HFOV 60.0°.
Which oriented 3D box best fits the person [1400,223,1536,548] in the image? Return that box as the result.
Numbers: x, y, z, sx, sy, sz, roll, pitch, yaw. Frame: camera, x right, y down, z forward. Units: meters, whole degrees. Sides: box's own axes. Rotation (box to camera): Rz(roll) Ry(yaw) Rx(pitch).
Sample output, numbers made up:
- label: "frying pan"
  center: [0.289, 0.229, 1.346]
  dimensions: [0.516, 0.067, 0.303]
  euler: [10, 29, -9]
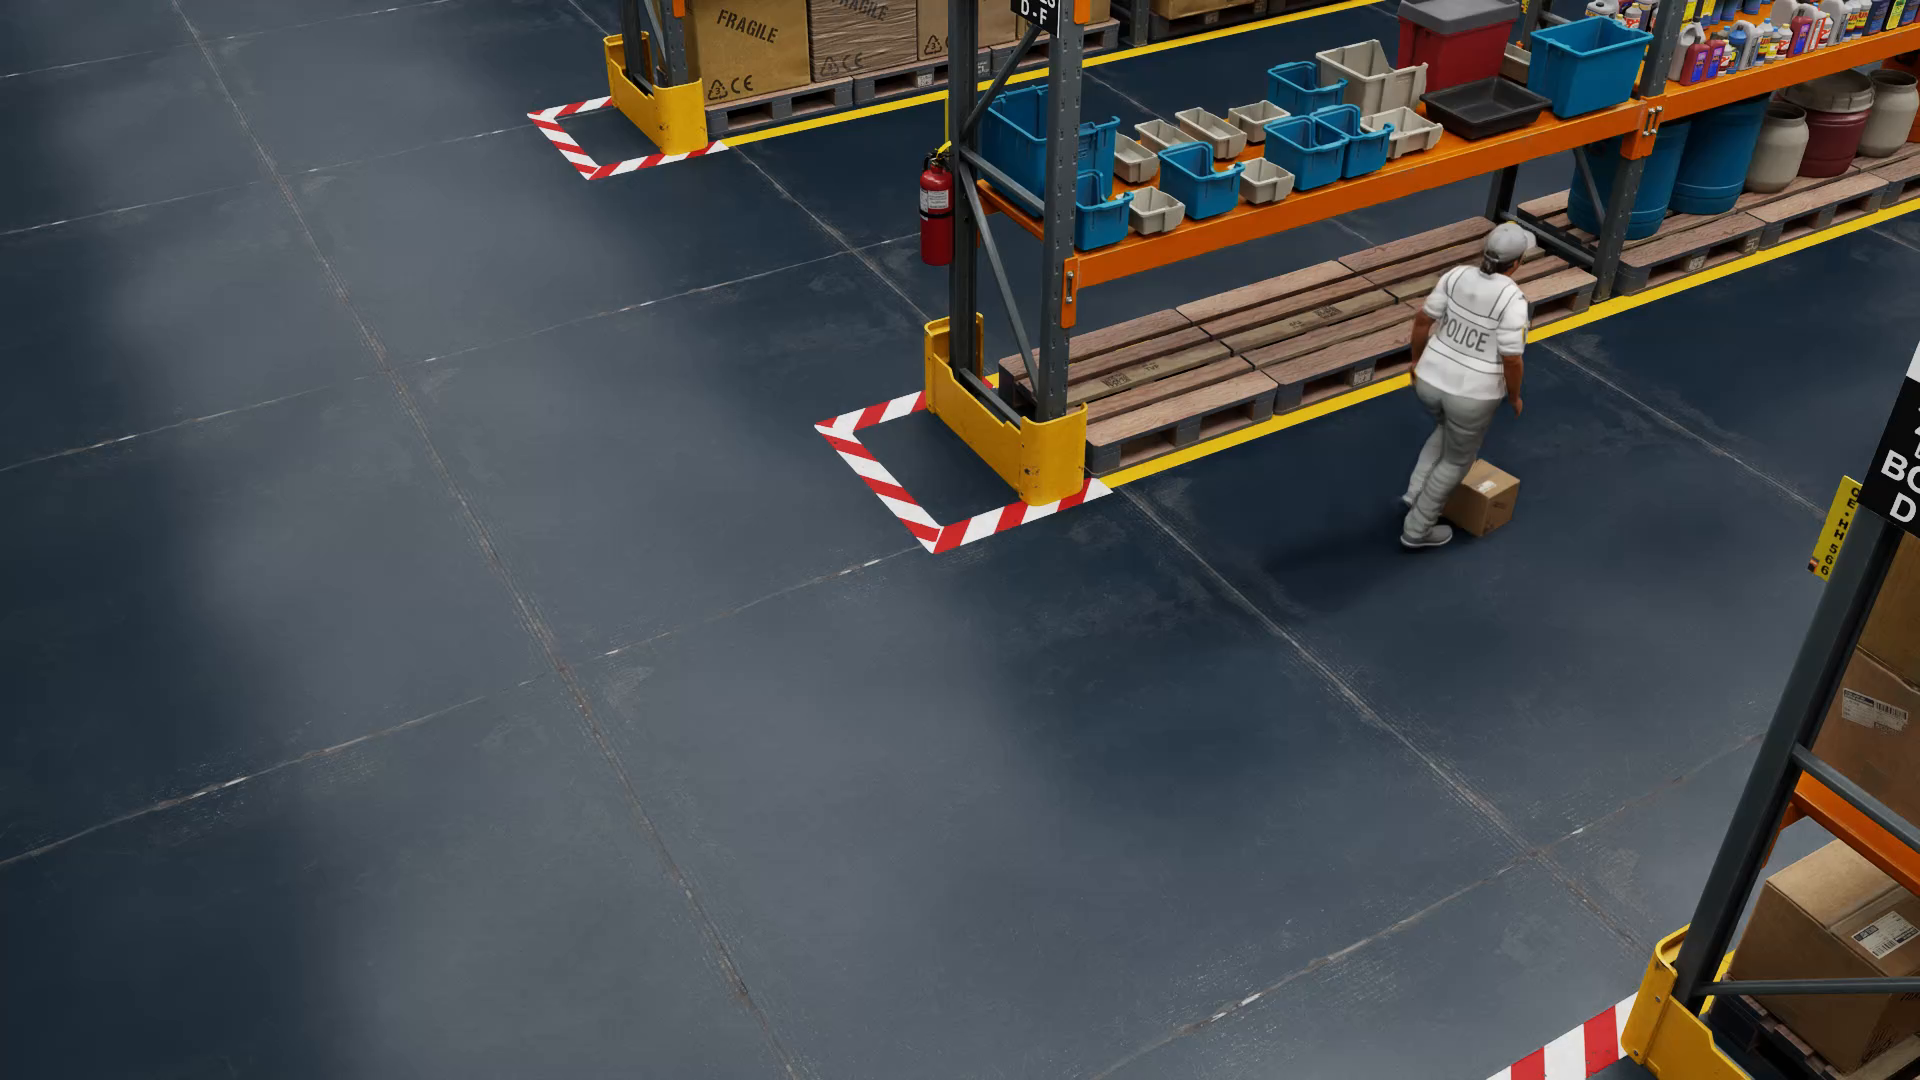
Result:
- label: "person"
  center: [2.371, -0.709, 7.893]
  dimensions: [0.533, 1.681, 0.563]
  euler: [-23, 43, -28]
